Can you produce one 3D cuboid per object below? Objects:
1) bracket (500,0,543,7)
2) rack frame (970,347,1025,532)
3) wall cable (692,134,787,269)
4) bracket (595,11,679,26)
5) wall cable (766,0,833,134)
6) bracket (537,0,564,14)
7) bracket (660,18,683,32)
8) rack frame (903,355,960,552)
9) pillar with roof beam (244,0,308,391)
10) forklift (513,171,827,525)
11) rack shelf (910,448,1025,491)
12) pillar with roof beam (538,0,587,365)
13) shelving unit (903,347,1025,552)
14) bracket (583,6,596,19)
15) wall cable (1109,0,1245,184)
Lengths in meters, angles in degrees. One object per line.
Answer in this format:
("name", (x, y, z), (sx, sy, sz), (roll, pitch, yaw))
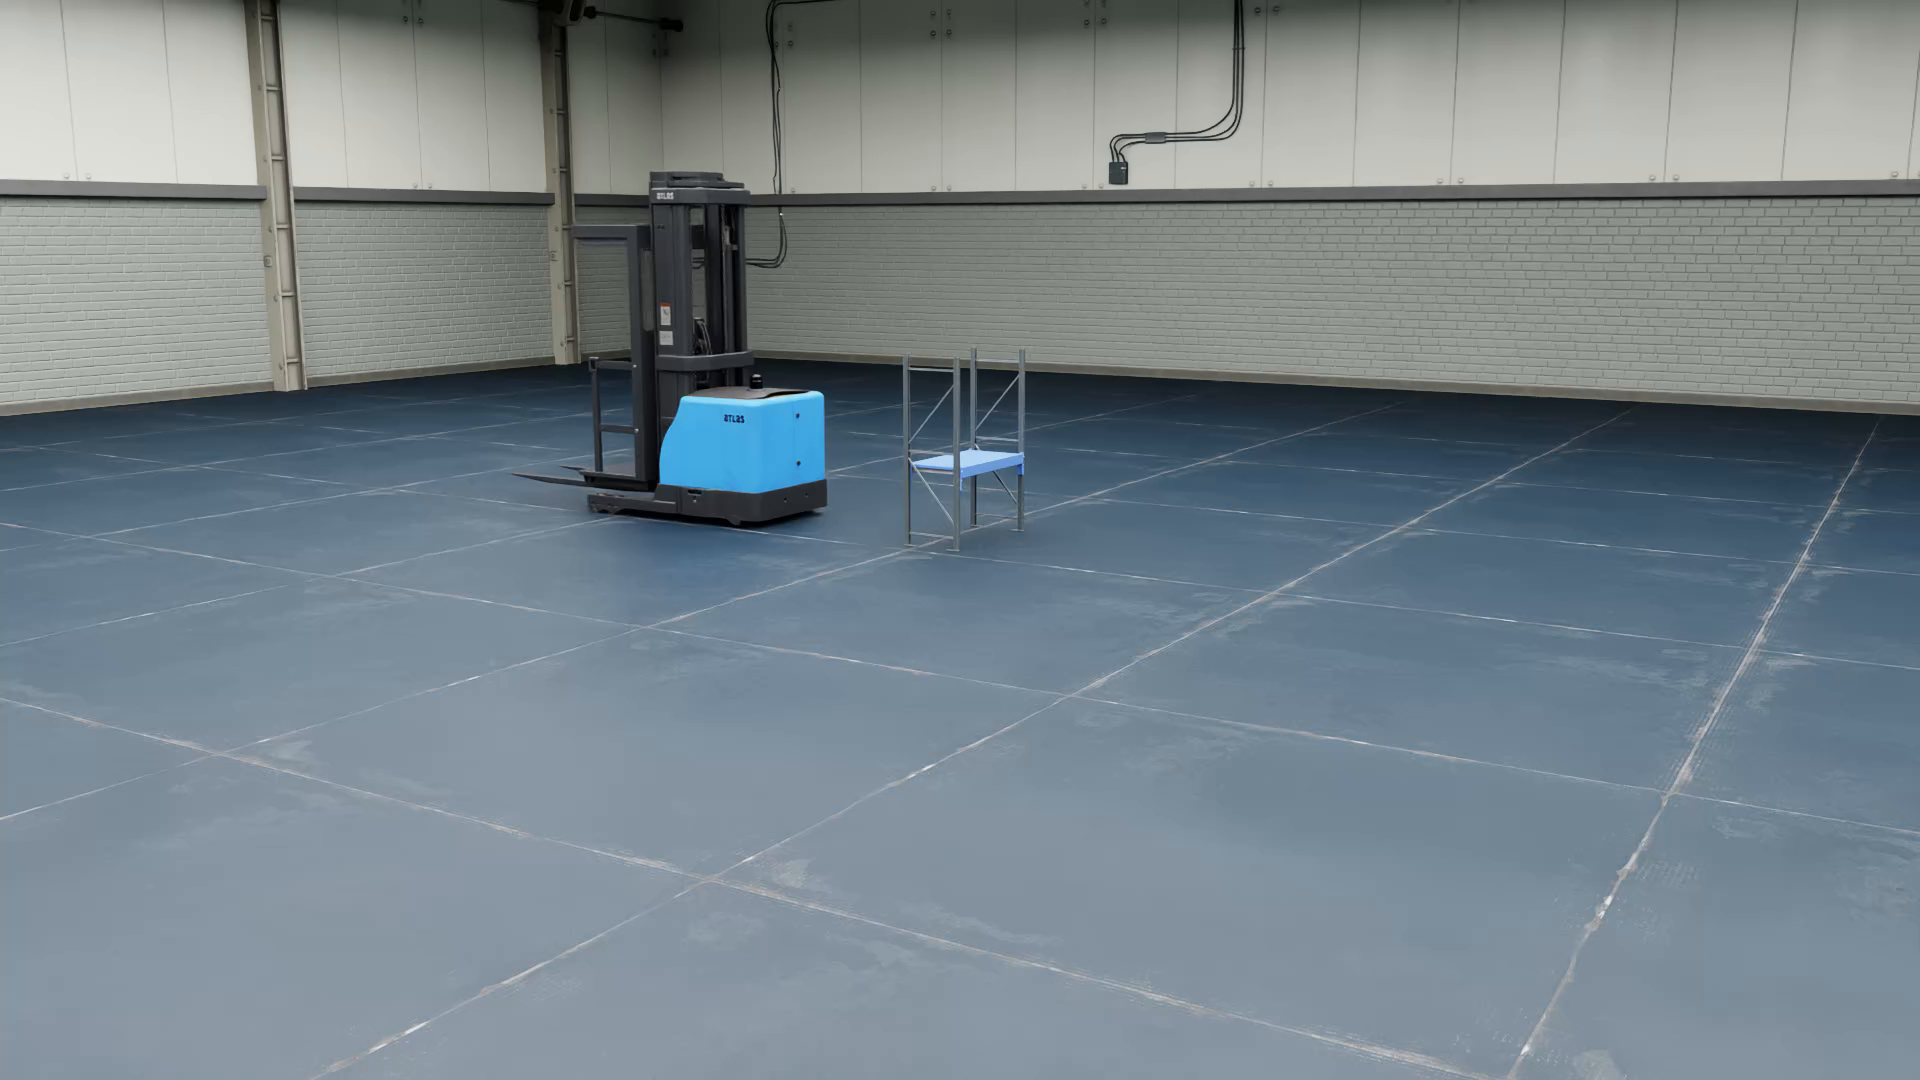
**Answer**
("bracket", (-8.528, -8.962, 27.004), (0.076, 0.066, 4.783), (6, 12, 31))
("rack frame", (0.308, -0.831, 13.729), (0.500, 1.500, 0.032), (6, 12, 31))
("wall cable", (-4.619, -6.508, 32.115), (3.097, 2.526, 0.112), (6, 12, 31))
("bracket", (-5.836, -9.778, 31.360), (0.076, 0.066, 3.189), (6, 12, 31))
("wall cable", (-2.307, -8.732, 30.270), (3.097, 2.526, 0.112), (6, 12, 31))
("bracket", (-7.191, -9.367, 29.168), (0.235, 0.232, 0.430), (6, 12, 31))
("bracket", (-5.529, -9.871, 31.857), (0.235, 0.232, 0.430), (6, 12, 31))
("rack frame", (-0.220, -0.671, 12.875), (0.500, 1.500, 0.032), (6, 12, 31))
("pillar with roof beam", (-6.714, -6.342, 22.792), (9.100, 9.000, 0.400), (6, 12, 31))
("forklift", (-2.690, -1.741, 14.704), (3.031, 2.935, 1.130), (6, 12, 31))
("rack shelf", (0.044, -0.574, 13.335), (0.538, 0.185, 1.000), (6, 12, 31))
("pillar with roof beam", (-3.599, -7.286, 27.832), (9.100, 9.000, 0.548), (6, 12, 31))
("shelving unit", (0.044, -0.751, 13.302), (0.538, 1.500, 1.048), (6, 12, 31))
("bracket", (-6.760, -9.498, 29.866), (0.235, 0.232, 0.430), (6, 12, 31))
("wall cable", (3.487, -8.796, 26.659), (2.305, 6.003, 0.169), (6, 12, 31))
